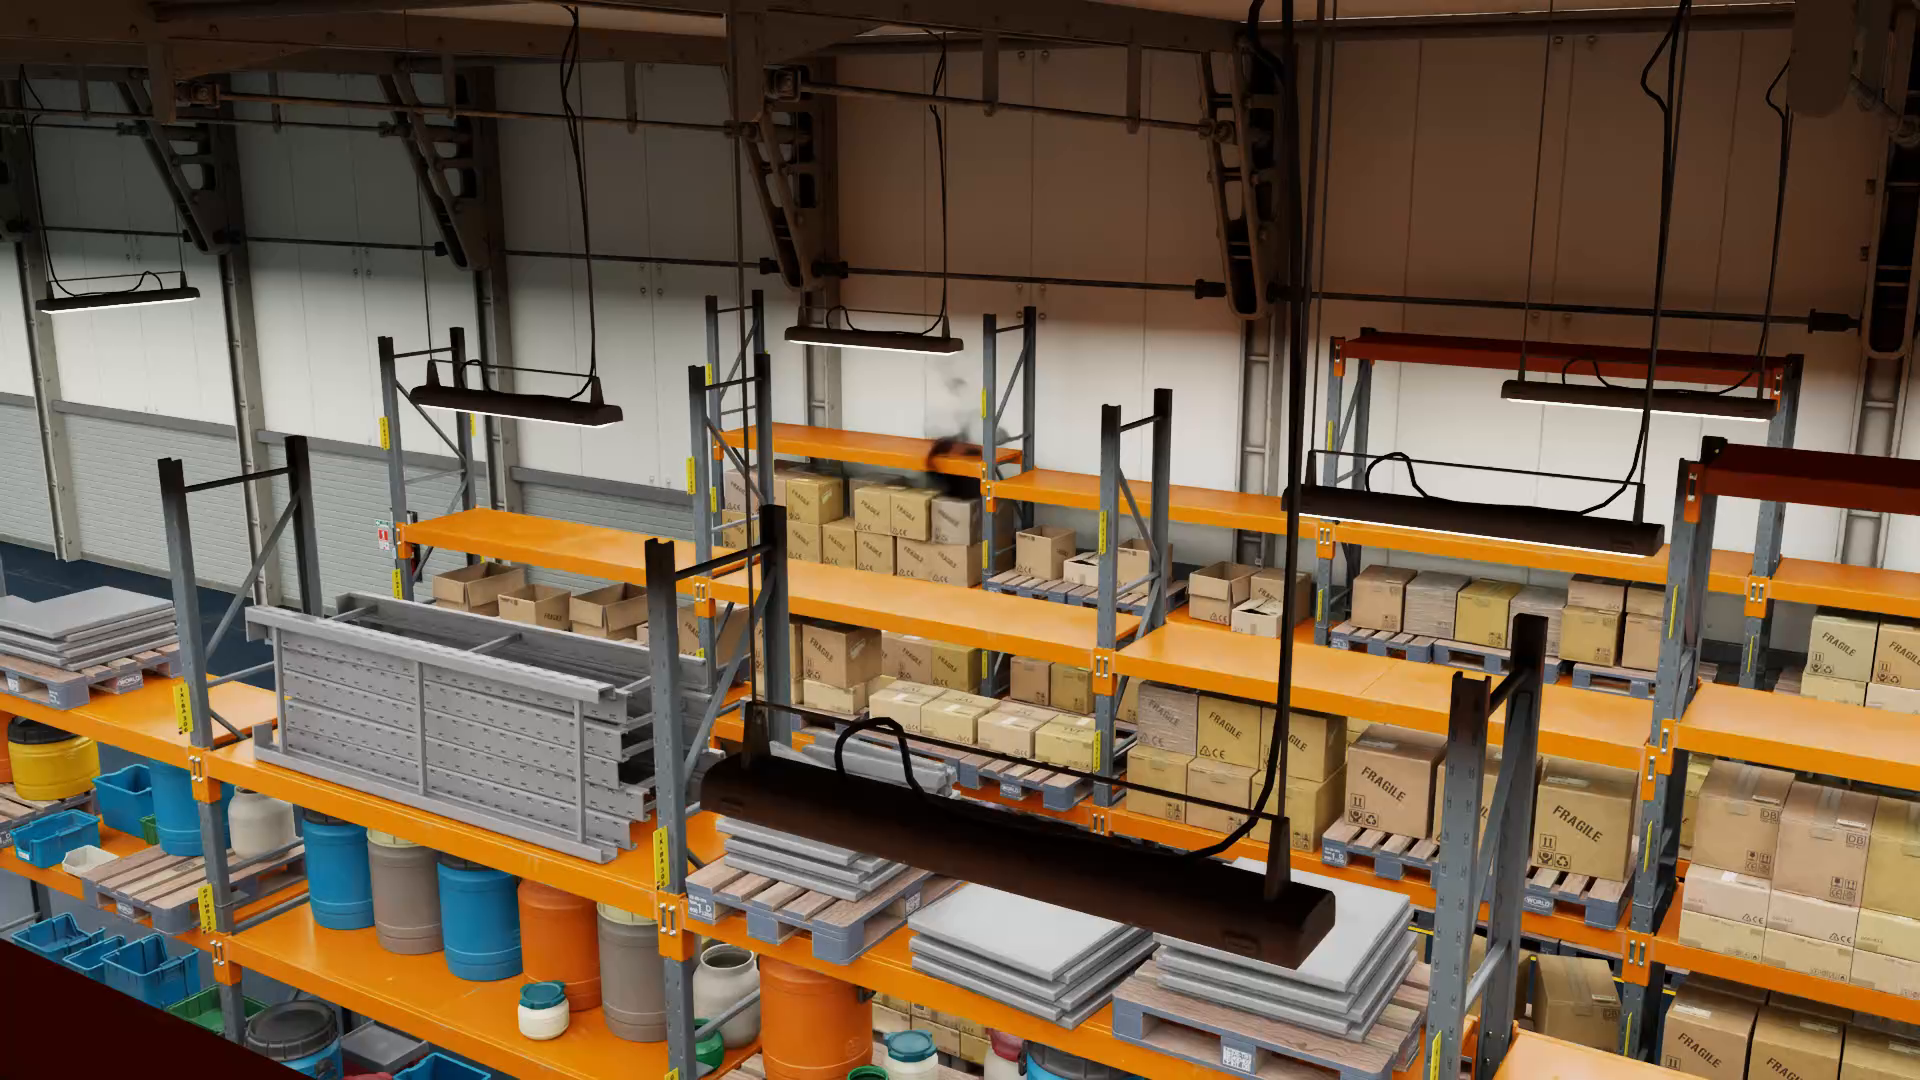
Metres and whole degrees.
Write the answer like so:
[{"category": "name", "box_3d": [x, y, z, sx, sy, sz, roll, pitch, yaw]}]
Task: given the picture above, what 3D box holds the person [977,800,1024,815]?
[{"category": "person", "box_3d": [0.361, 3.152, 17.193, 0.921, 1.555, 0.591, 6, 15, 23]}]
